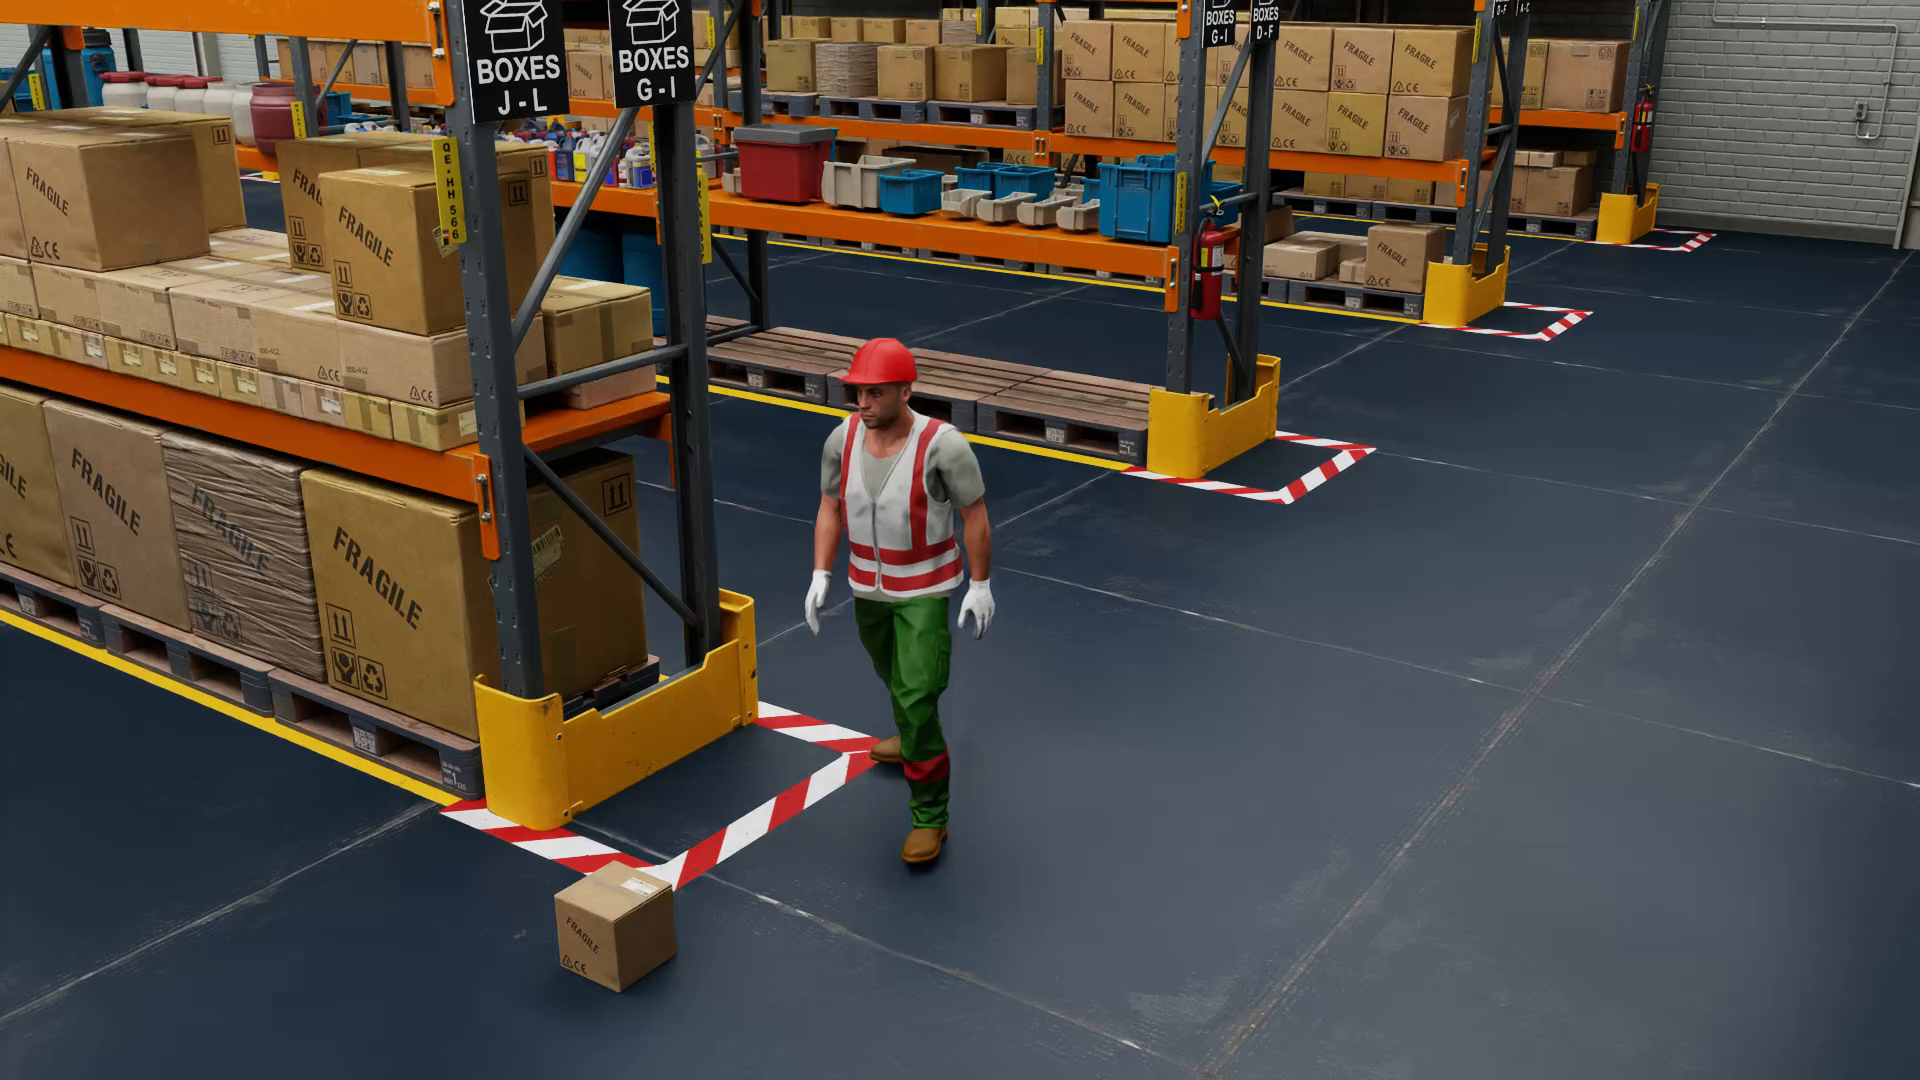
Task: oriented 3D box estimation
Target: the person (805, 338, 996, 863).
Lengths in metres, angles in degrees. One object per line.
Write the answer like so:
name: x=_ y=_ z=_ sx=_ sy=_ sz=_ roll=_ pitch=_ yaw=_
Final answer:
person: x=-0.169 y=0.136 z=5.705 sx=0.618 sy=1.729 sz=0.836 roll=11 pitch=23 yaw=29
